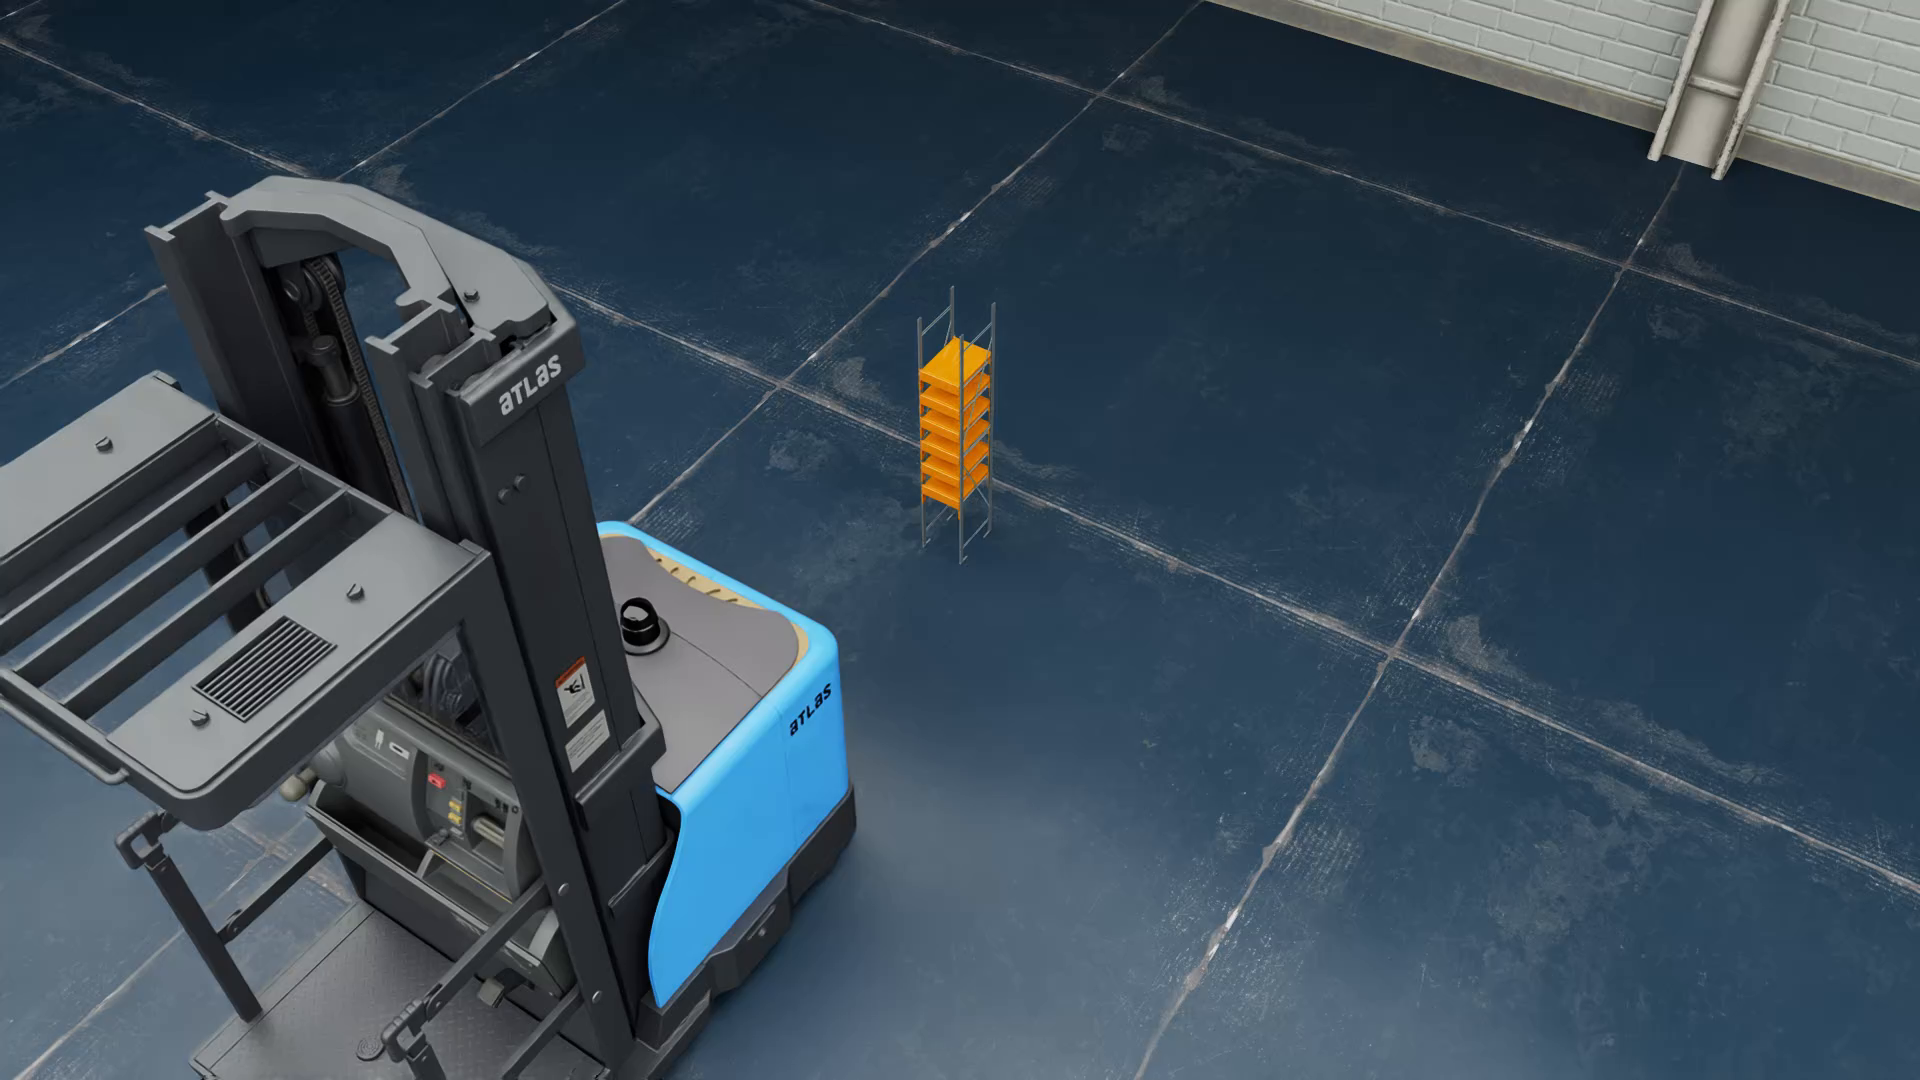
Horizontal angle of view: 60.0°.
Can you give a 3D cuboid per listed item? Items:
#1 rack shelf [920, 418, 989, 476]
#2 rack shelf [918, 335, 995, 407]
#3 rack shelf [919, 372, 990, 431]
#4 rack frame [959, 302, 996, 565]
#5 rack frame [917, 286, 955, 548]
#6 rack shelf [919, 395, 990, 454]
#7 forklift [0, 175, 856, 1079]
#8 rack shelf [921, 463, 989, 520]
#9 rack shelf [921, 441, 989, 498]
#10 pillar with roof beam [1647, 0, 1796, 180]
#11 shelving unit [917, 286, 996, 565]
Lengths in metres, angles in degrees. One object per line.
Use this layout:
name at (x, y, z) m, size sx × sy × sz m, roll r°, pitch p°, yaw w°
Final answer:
rack shelf at (-0.012, -0.393, 6.579) m, size 0.180 × 0.103 × 0.258 m, roll 25°, pitch 51°, yaw 22°
rack shelf at (-0.012, -0.644, 6.321) m, size 0.180 × 0.103 × 0.258 m, roll 25°, pitch 51°, yaw 22°
rack shelf at (-0.012, -0.560, 6.407) m, size 0.180 × 0.103 × 0.258 m, roll 25°, pitch 51°, yaw 22°
rack frame at (0.065, -0.388, 6.513) m, size 0.006 × 1.200 × 0.240 m, roll 25°, pitch 51°, yaw 22°
rack frame at (-0.089, -0.459, 6.581) m, size 0.006 × 1.200 × 0.240 m, roll 25°, pitch 51°, yaw 22°
rack shelf at (-0.012, -0.476, 6.493) m, size 0.180 × 0.103 × 0.258 m, roll 25°, pitch 51°, yaw 22°
forklift at (-1.601, 0.710, 4.238) m, size 1.130 × 2.935 × 3.031 m, roll 25°, pitch 51°, yaw 23°
rack shelf at (-0.012, -0.226, 6.751) m, size 0.180 × 0.103 × 0.258 m, roll 25°, pitch 51°, yaw 22°
rack shelf at (-0.012, -0.309, 6.665) m, size 0.180 × 0.103 × 0.258 m, roll 25°, pitch 51°, yaw 22°
pillar with roof beam at (1.632, -2.614, 3.237) m, size 0.400 × 9.000 × 9.100 m, roll 25°, pitch 51°, yaw 22°
shelving unit at (-0.012, -0.424, 6.547) m, size 0.189 × 1.200 × 0.258 m, roll 25°, pitch 51°, yaw 22°
